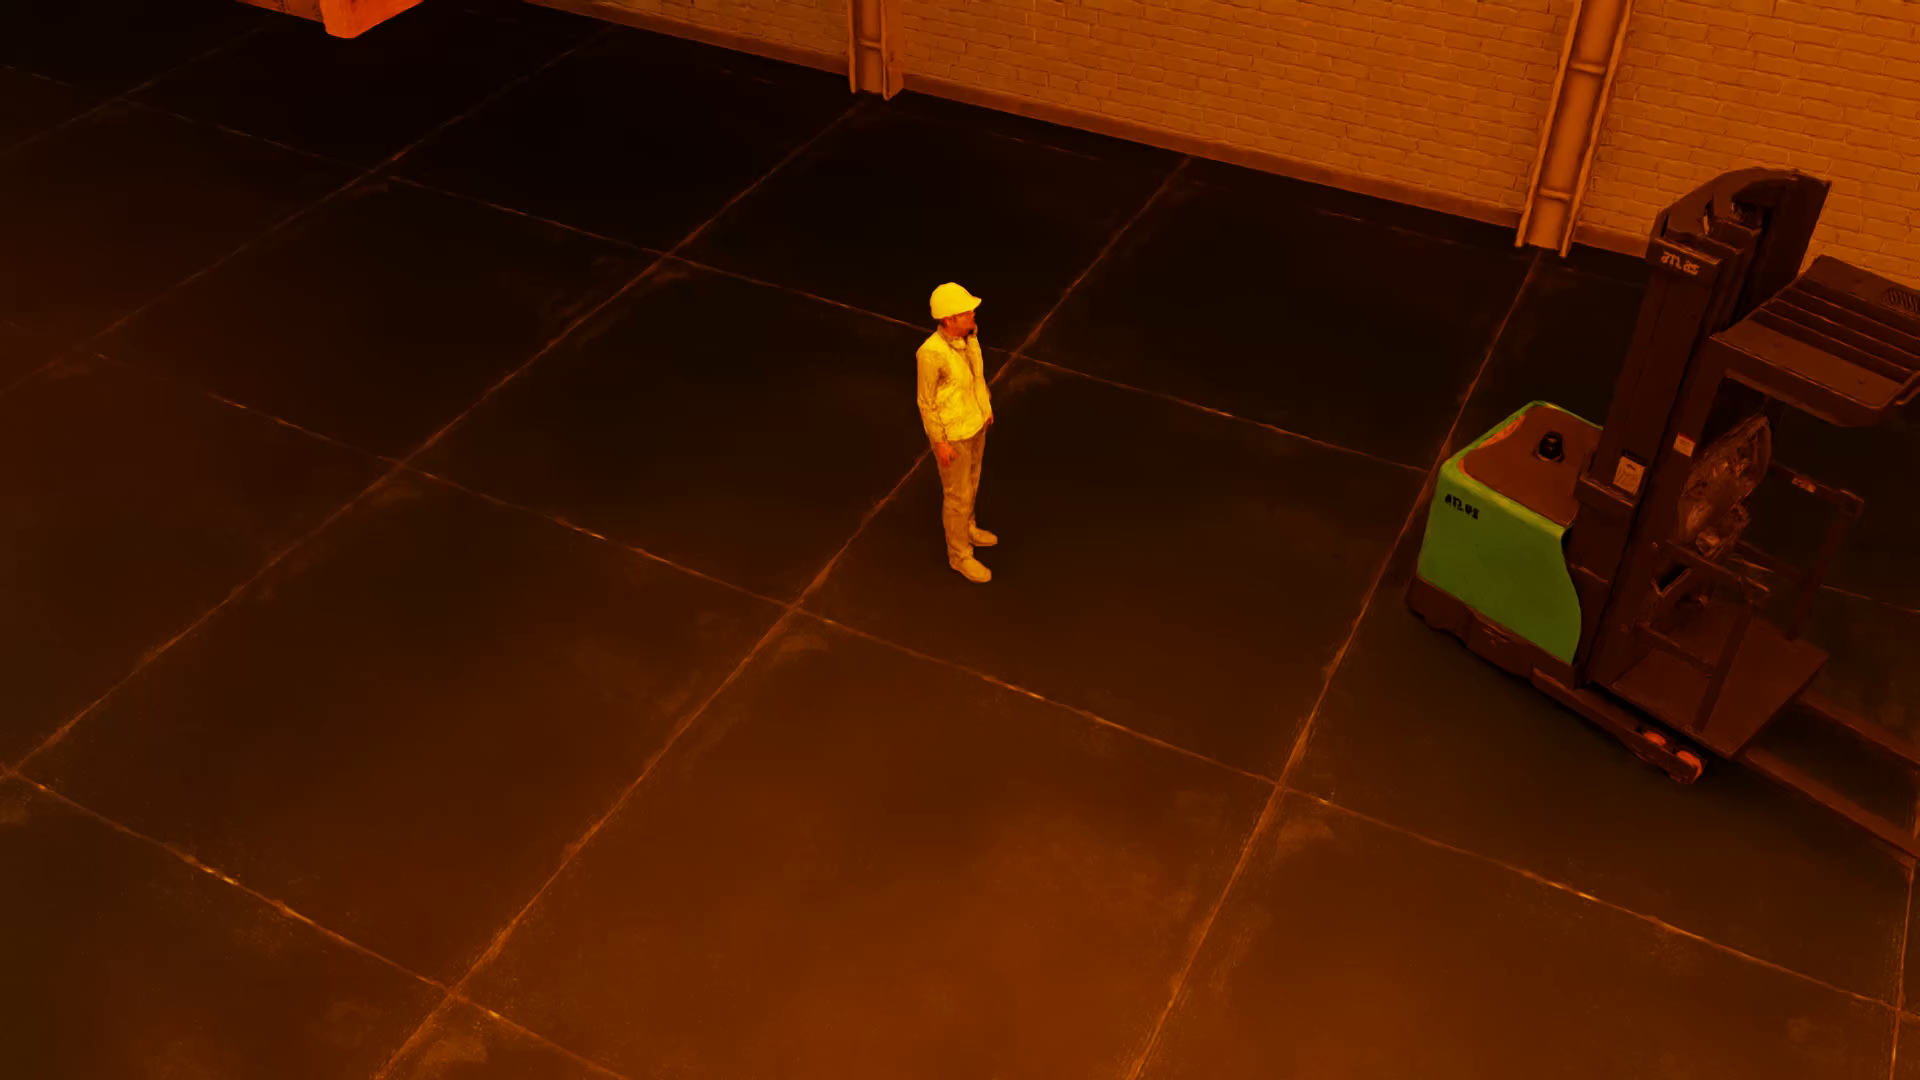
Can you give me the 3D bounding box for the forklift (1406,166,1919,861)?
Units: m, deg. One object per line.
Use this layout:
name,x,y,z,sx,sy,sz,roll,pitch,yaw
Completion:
forklift,3.979,-0.220,8.248,1.130,2.935,3.031,-31,49,-31

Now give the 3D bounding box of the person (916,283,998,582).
person,0.053,-0.658,9.659,0.563,1.768,0.632,18,43,21
